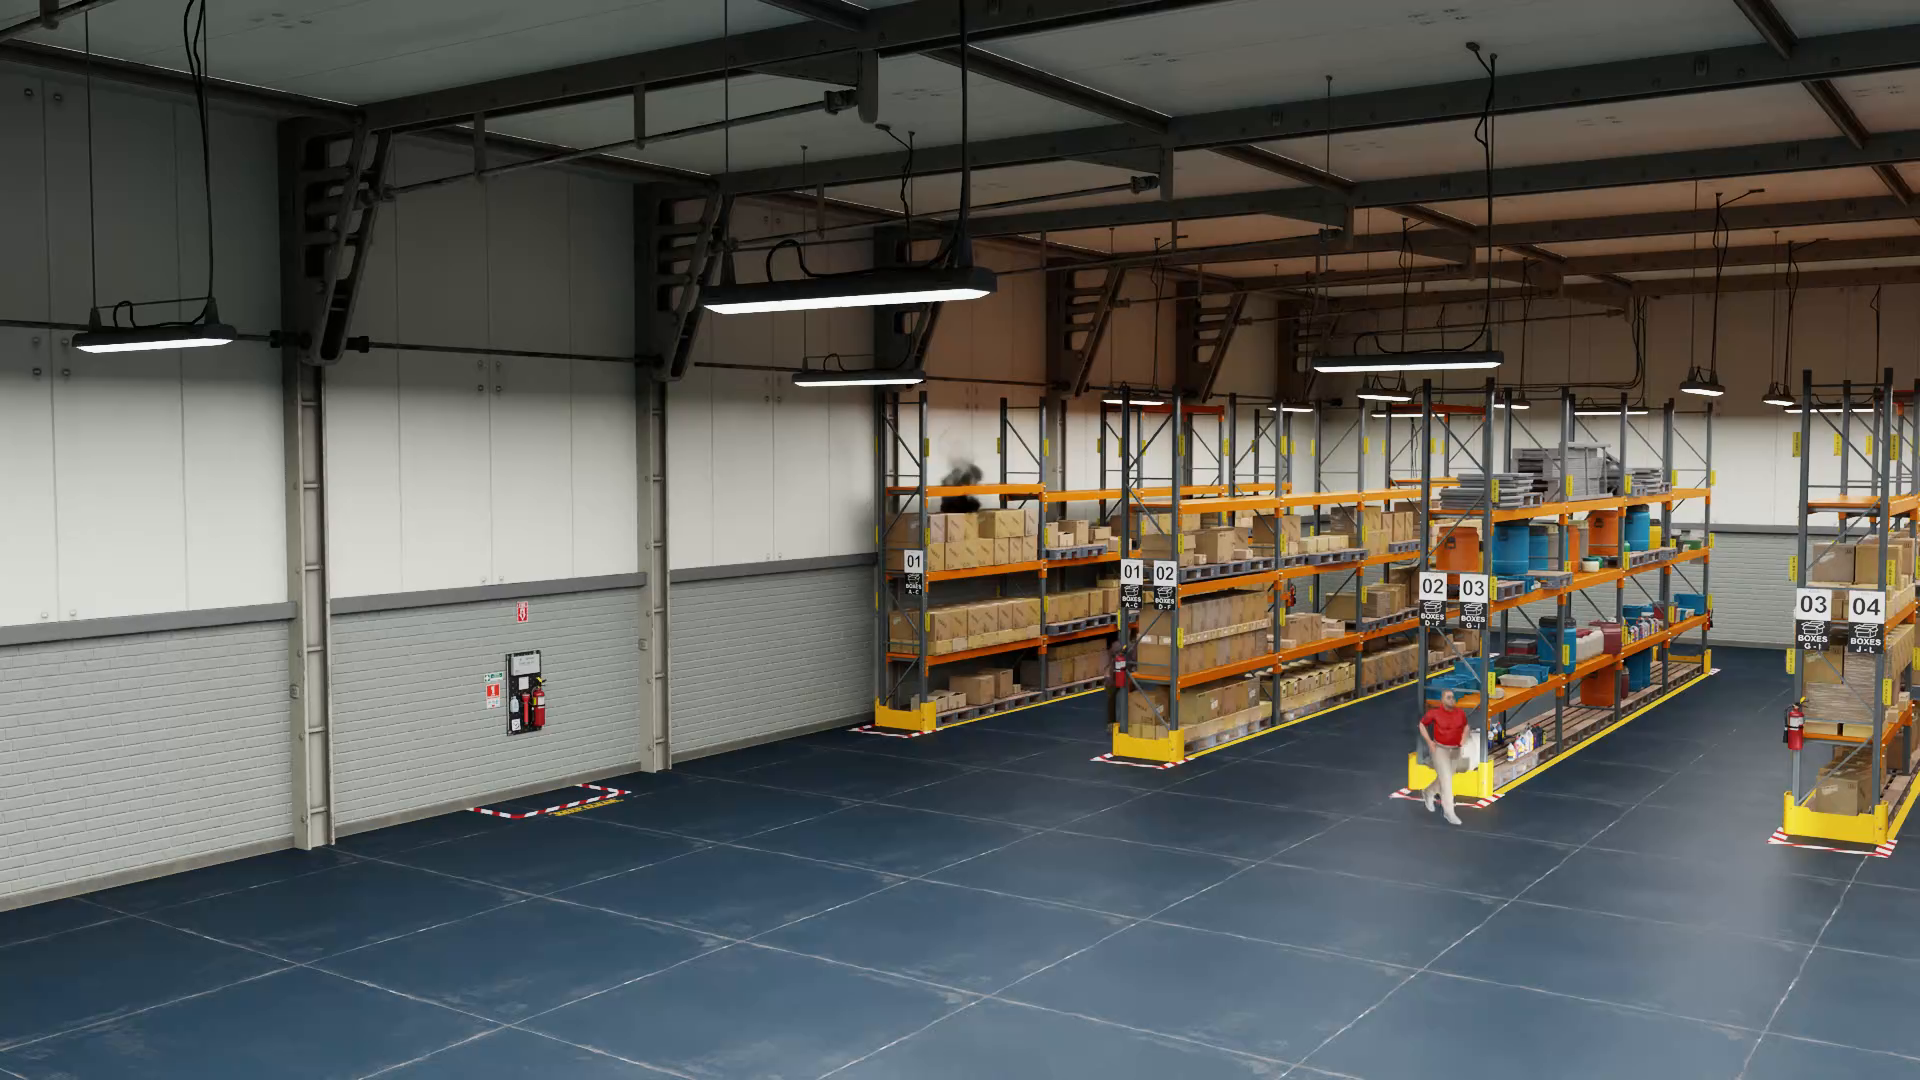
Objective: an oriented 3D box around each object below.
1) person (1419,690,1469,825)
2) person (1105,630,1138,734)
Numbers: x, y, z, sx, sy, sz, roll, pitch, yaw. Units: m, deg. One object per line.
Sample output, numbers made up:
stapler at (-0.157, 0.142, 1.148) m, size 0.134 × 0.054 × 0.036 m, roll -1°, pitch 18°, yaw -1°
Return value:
person at (6.551, 2.868, 22.370) m, size 0.680 × 1.732 × 0.931 m, roll -1°, pitch 3°, yaw -17°
person at (2.869, 2.470, 29.431) m, size 0.677 × 1.837 × 0.904 m, roll 2°, pitch 4°, yaw 31°
